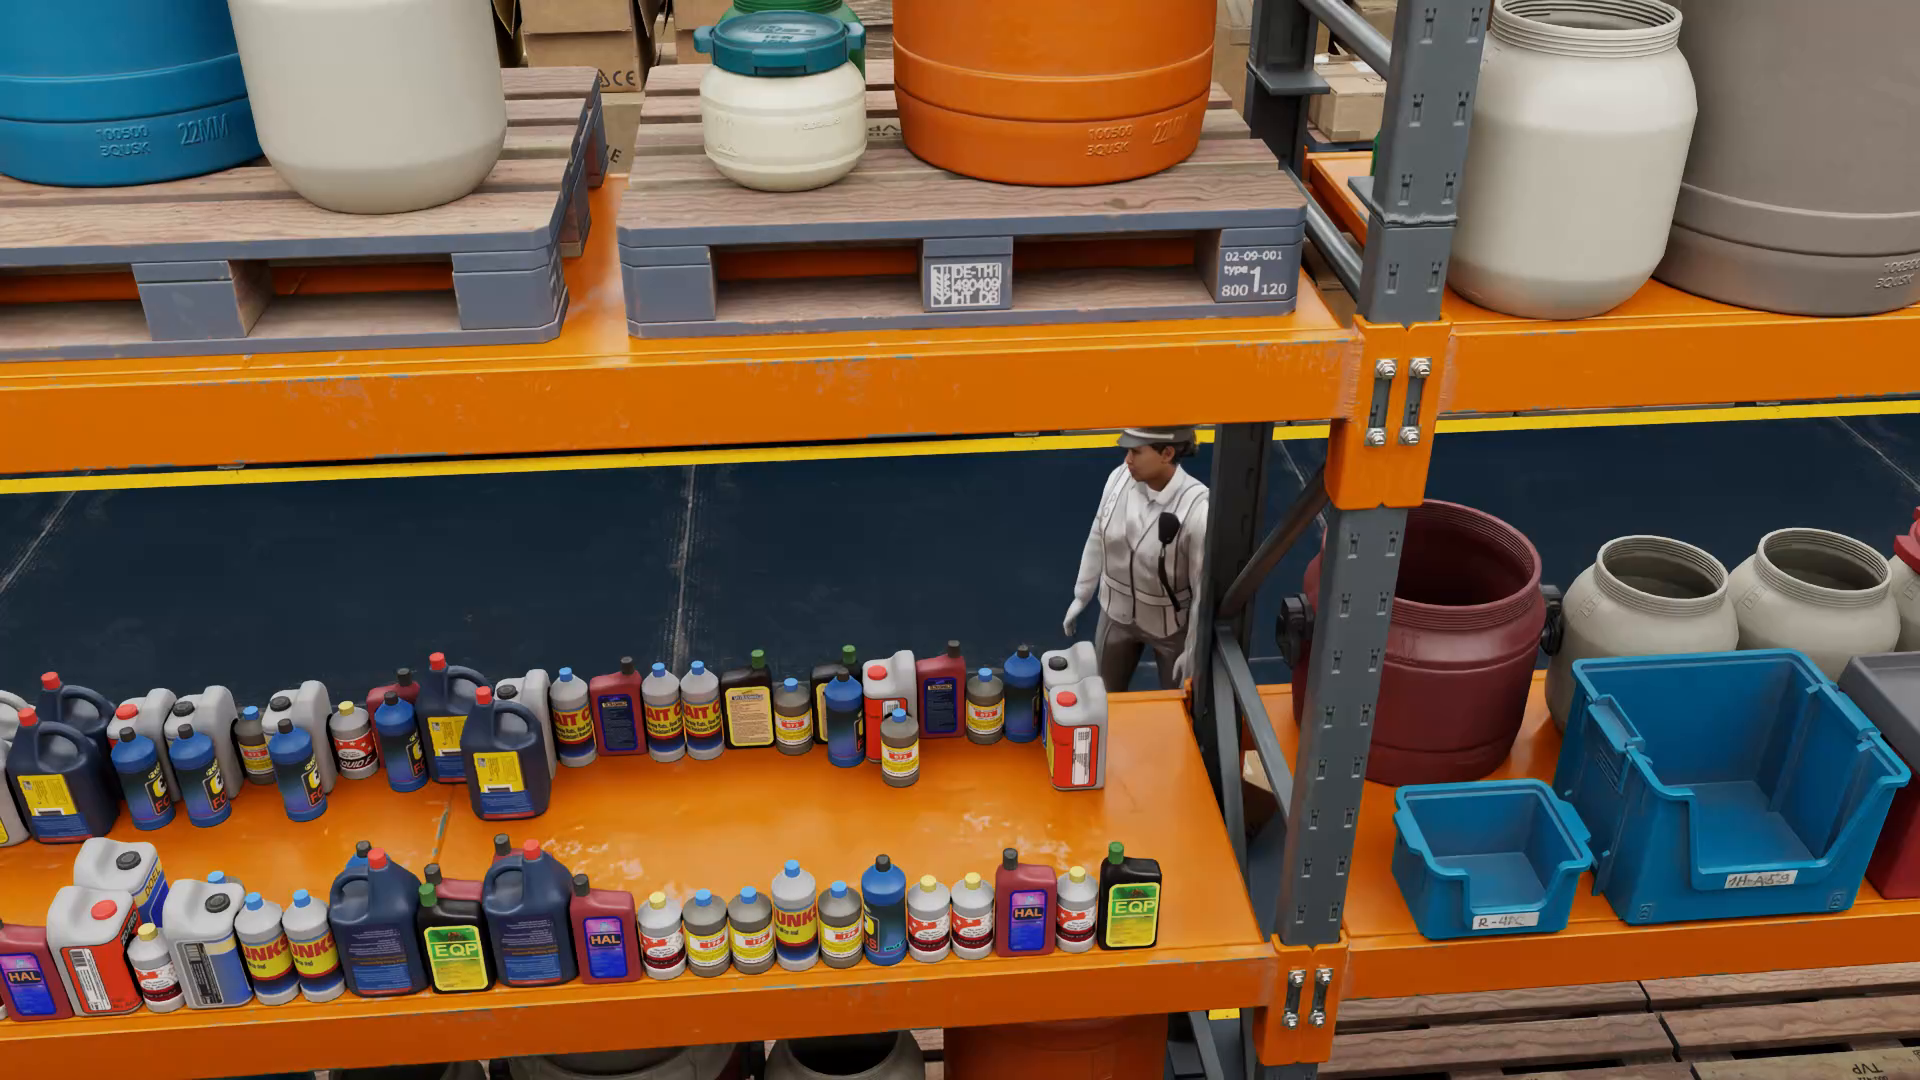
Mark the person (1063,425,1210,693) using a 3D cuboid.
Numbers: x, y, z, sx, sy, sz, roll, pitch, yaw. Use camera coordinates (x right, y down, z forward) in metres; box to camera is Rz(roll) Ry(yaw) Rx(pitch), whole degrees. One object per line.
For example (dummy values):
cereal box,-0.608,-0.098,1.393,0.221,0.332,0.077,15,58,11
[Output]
person,0.606,0.289,5.602,0.573,1.666,0.559,19,36,28
